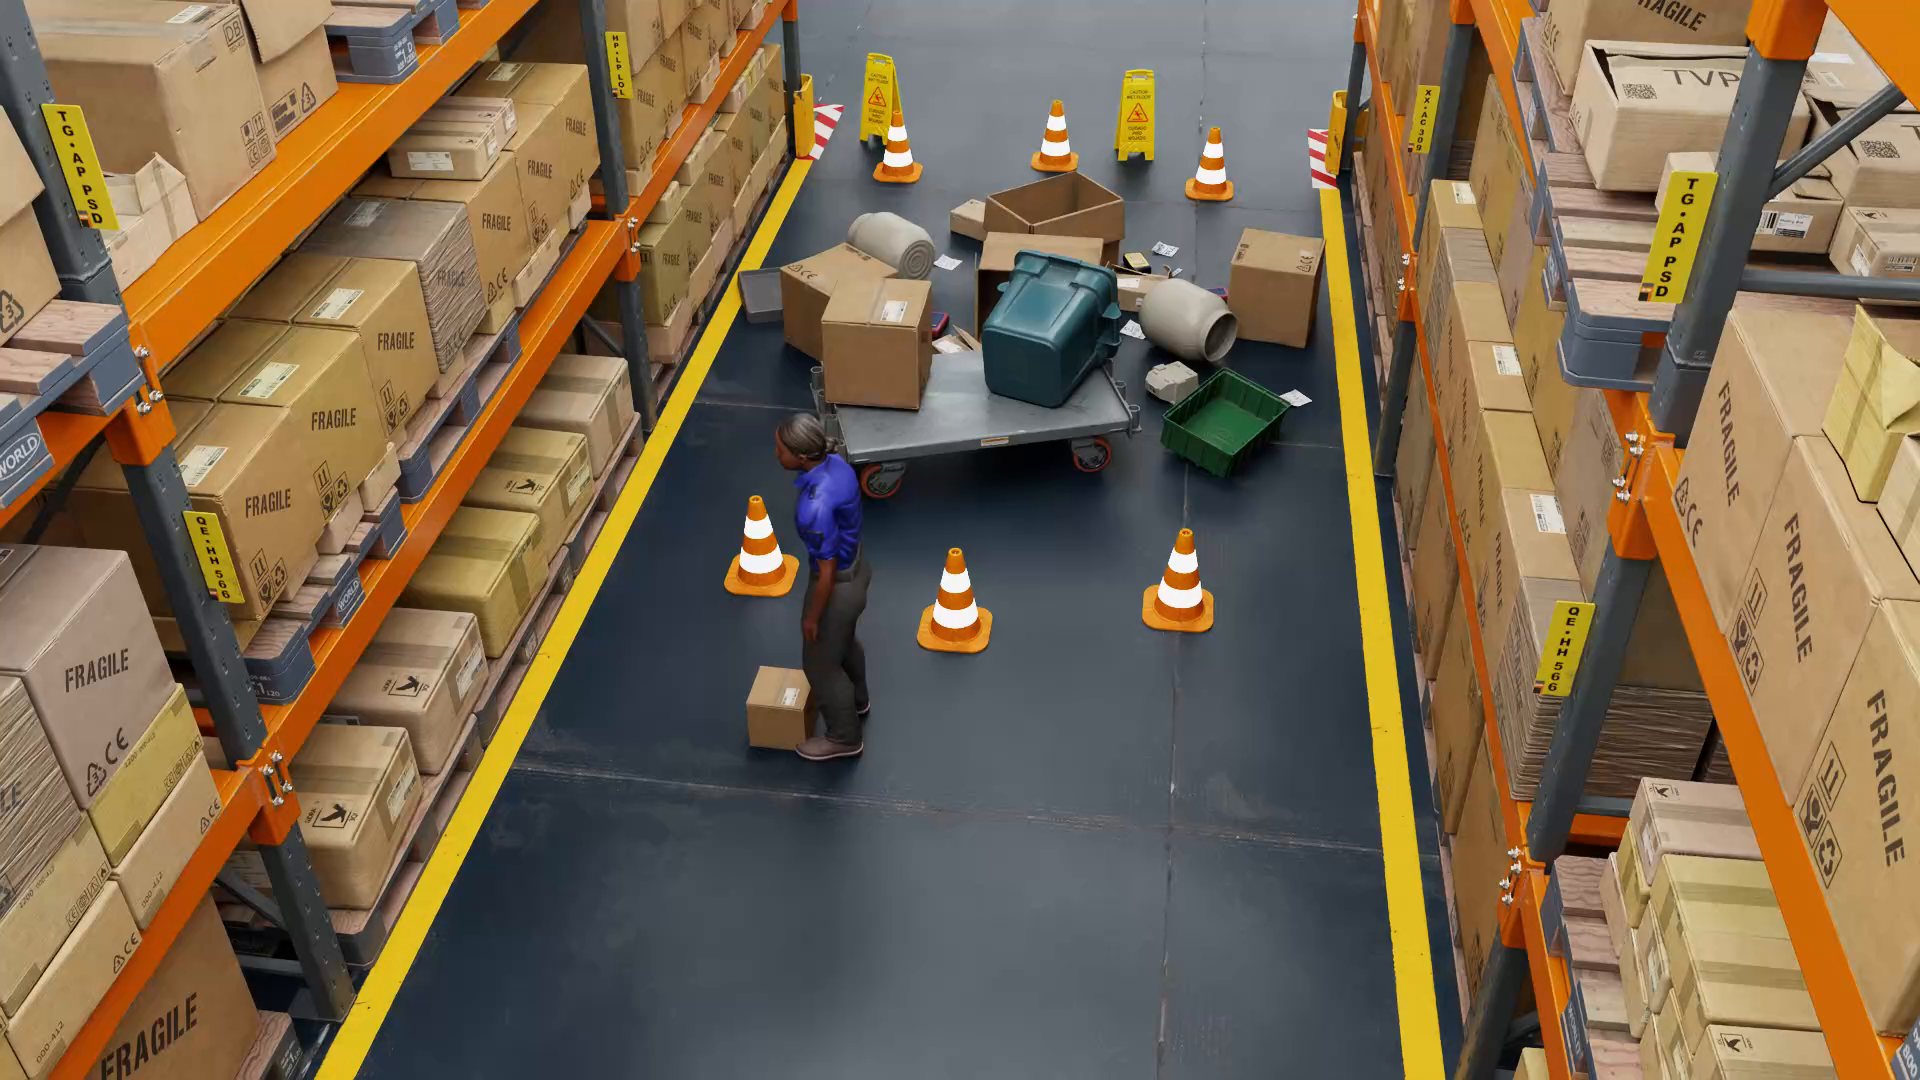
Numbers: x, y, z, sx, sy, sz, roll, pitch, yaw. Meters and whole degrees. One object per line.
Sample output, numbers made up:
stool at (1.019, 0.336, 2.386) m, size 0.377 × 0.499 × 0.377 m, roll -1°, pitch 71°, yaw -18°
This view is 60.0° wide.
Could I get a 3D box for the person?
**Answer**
person at (-0.541, 0.180, 6.797) m, size 0.349 × 1.655 × 0.525 m, roll 3°, pitch 36°, yaw 4°
